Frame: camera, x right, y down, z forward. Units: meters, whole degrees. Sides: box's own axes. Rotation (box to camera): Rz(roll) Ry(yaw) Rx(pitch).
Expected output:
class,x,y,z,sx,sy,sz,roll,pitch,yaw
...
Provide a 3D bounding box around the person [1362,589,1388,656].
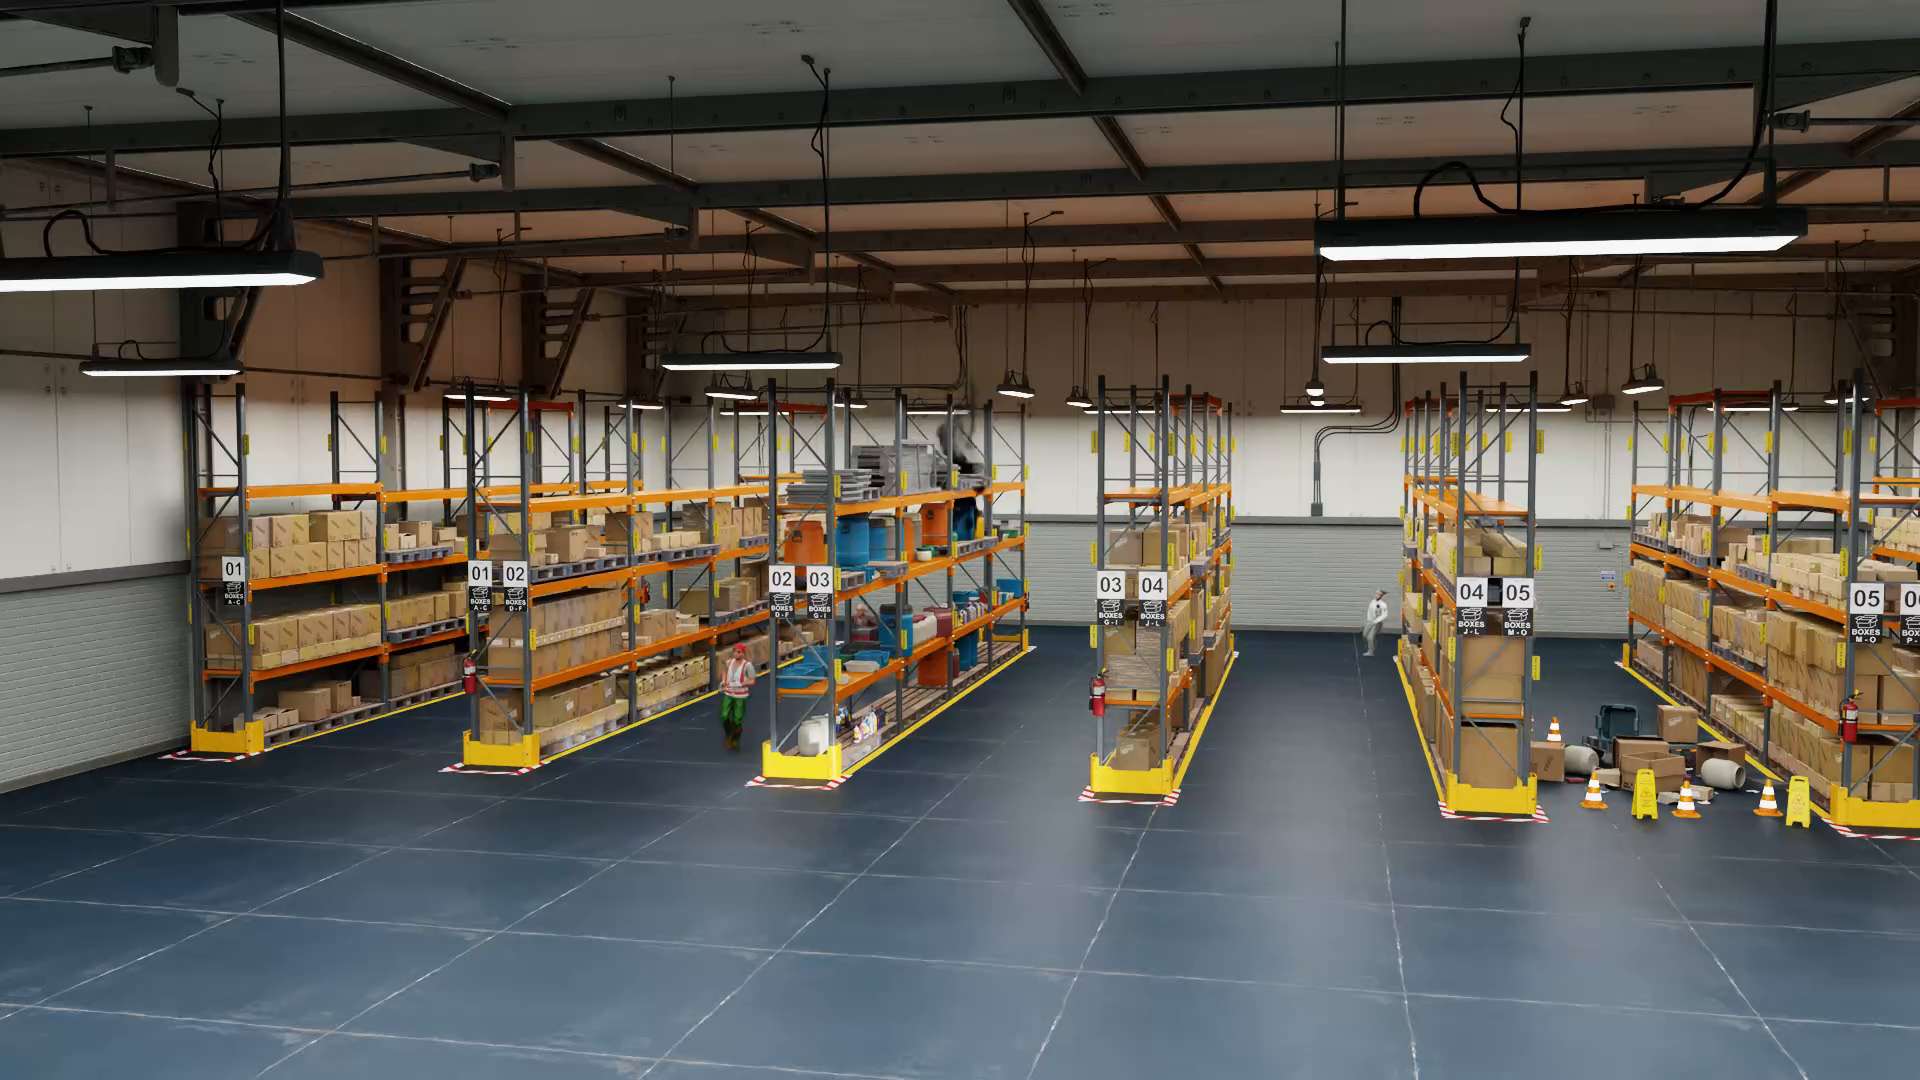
class,x,y,z,sx,sy,sz,roll,pitch,yaw
person,9.766,1.949,39.200,0.509,1.620,0.638,-3,4,-38

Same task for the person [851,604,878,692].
class,x,y,z,sx,sy,sz,roll,pitch,yaw
person,-1.940,2.189,34.093,0.701,1.802,1.046,1,3,14

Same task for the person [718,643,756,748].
class,x,y,z,sx,sy,sz,roll,pitch,yaw
person,-3.648,2.557,27.280,0.645,1.745,0.637,1,3,12

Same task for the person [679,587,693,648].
class,x,y,z,sx,sy,sz,roll,pitch,yaw
person,-6.132,1.969,37.866,0.686,1.829,0.875,1,3,13
